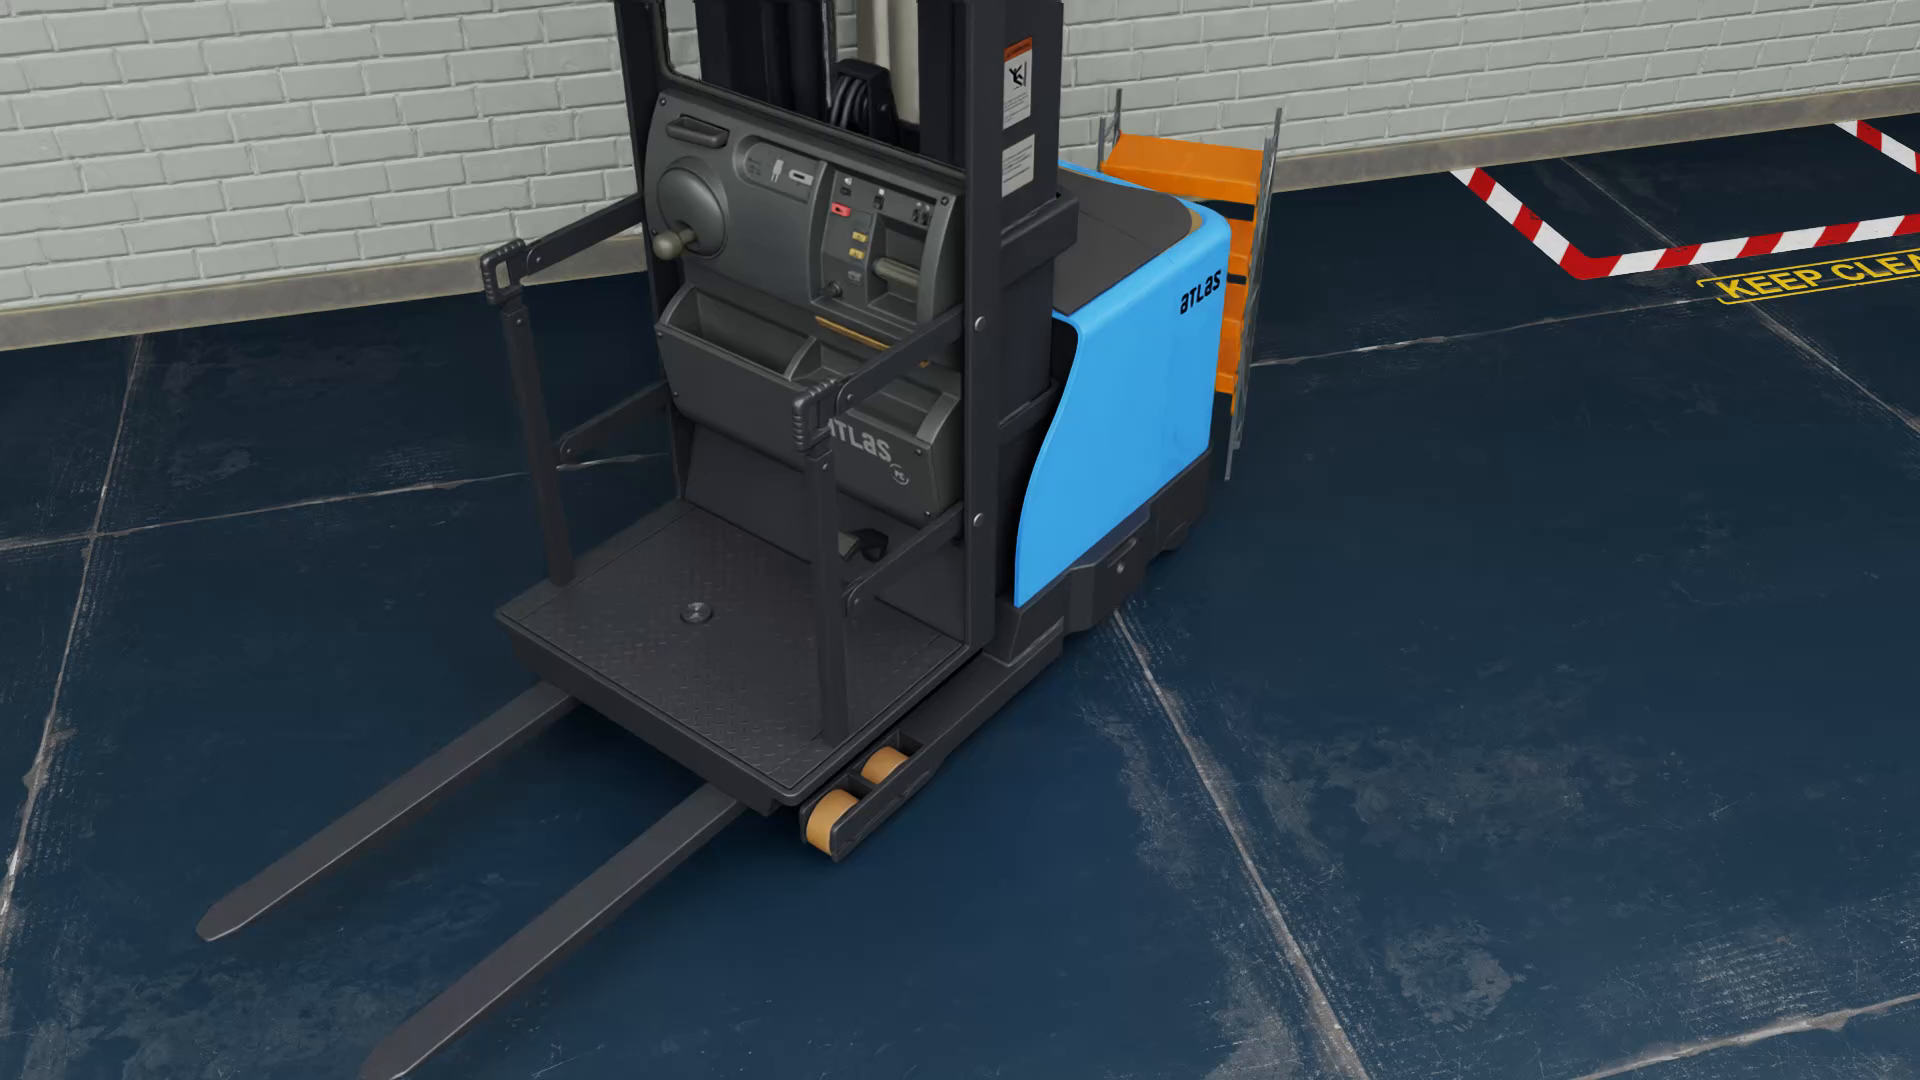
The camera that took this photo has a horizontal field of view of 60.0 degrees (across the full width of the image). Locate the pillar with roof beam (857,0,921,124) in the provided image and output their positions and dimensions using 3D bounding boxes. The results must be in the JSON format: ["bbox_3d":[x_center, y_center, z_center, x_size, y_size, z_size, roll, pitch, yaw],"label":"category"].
[{"bbox_3d":[0.965,-2.233,0.762,0.400,9.000,9.100,-9,38,-12],"label":"pillar with roof beam"}]

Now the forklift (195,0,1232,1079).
[{"bbox_3d":[-0.524,-0.708,3.764,1.130,2.935,3.031,26,44,29],"label":"forklift"}]

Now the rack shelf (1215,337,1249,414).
[{"bbox_3d":[0.686,-0.577,5.455,0.480,0.148,0.258,11,39,14],"label":"rack shelf"}]

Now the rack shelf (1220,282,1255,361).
[{"bbox_3d":[0.686,-0.735,5.334,0.480,0.148,0.258,11,39,14],"label":"rack shelf"}]

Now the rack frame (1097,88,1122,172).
[{"bbox_3d":[0.453,-0.833,5.351,0.015,1.200,0.240,11,39,14],"label":"rack frame"}]

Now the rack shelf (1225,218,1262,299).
[{"bbox_3d":[0.686,-0.913,5.198,0.480,0.148,0.258,11,39,14],"label":"rack shelf"}]

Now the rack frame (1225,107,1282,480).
[{"bbox_3d":[0.920,-0.745,5.236,0.015,1.200,0.240,11,39,14],"label":"rack frame"}]

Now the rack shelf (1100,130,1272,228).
[{"bbox_3d":[0.686,-1.101,5.055,0.480,0.148,0.258,11,39,14],"label":"rack shelf"}]

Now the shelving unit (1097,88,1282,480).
[{"bbox_3d":[0.686,-0.789,5.293,0.503,1.200,0.258,11,39,14],"label":"shelving unit"}]
